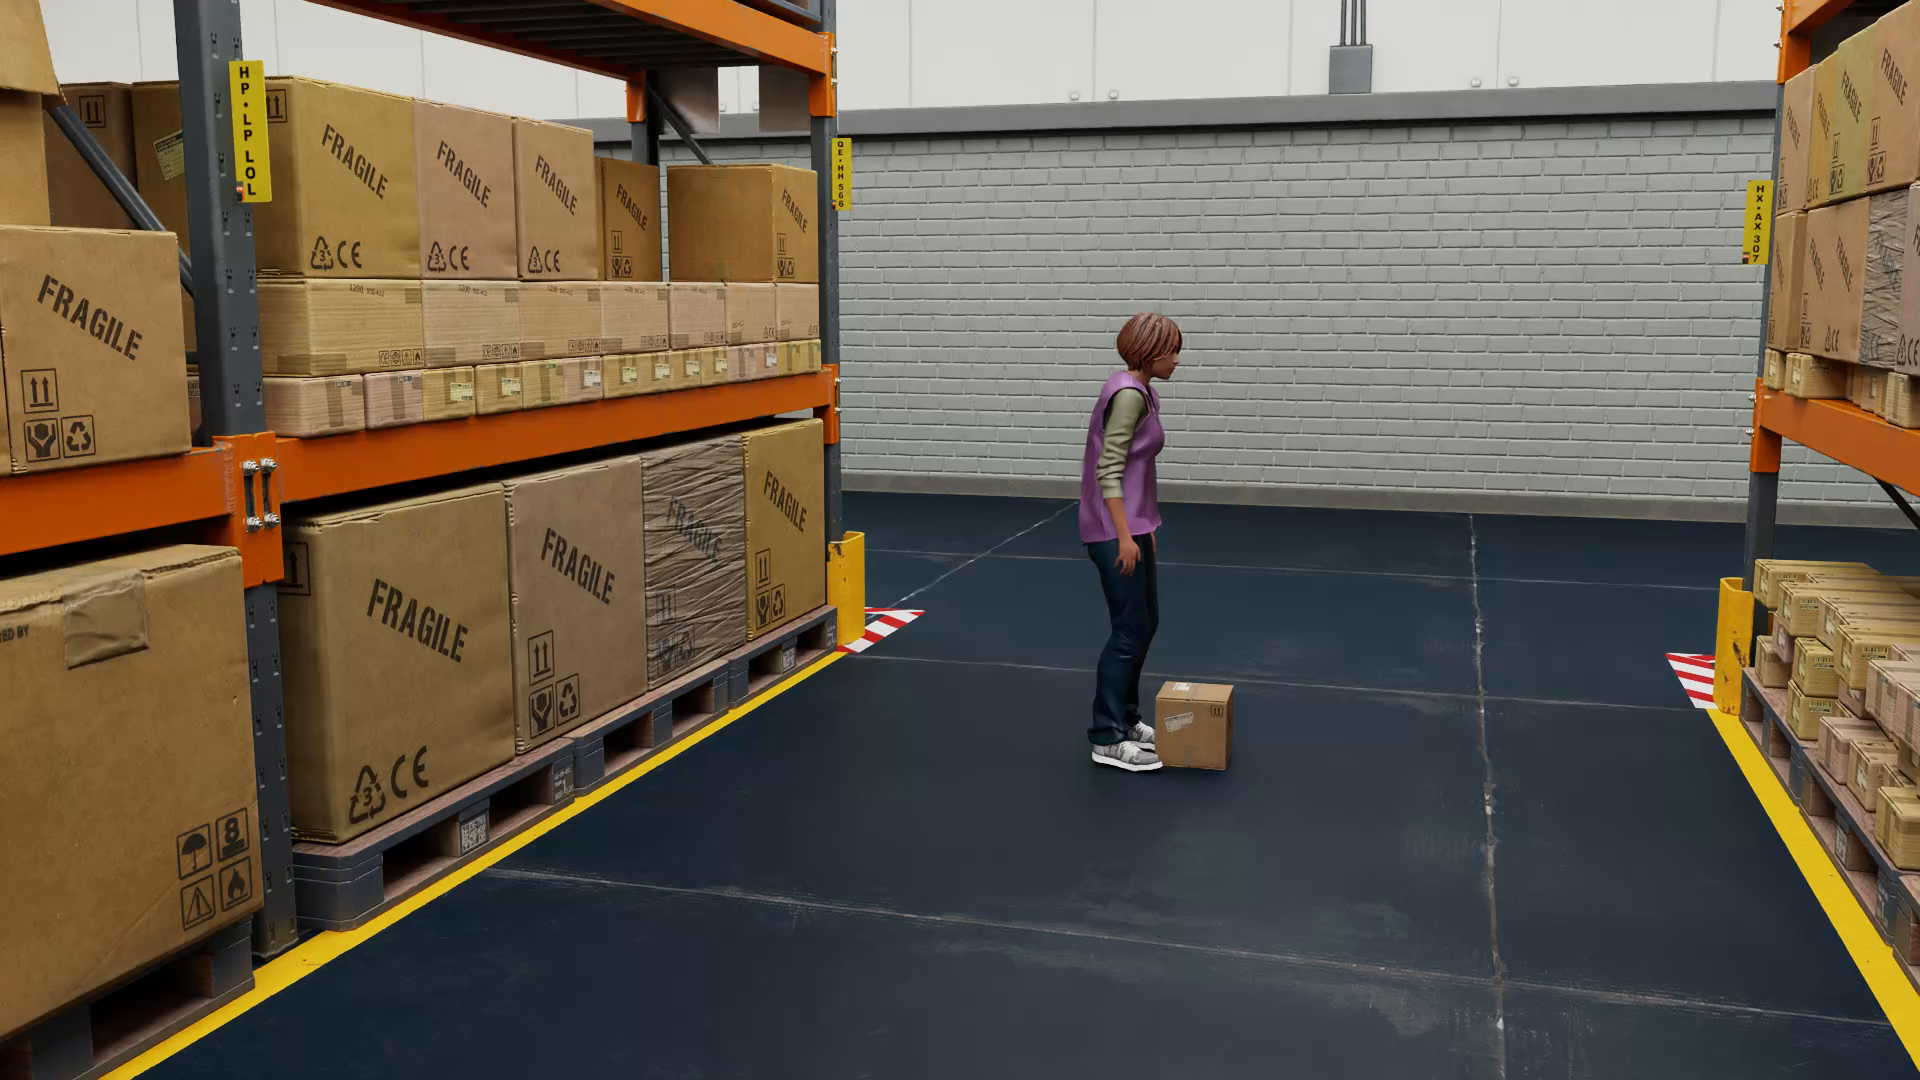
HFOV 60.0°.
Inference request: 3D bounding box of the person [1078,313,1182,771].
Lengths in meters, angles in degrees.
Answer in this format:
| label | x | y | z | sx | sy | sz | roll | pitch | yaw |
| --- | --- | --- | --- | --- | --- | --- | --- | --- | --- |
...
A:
| label | x | y | z | sx | sy | sz | roll | pitch | yaw |
| --- | --- | --- | --- | --- | --- | --- | --- | --- | --- |
| person | 0.601 | -0.007 | 5.929 | 0.345 | 1.591 | 0.460 | 2 | 9 | 15 |
